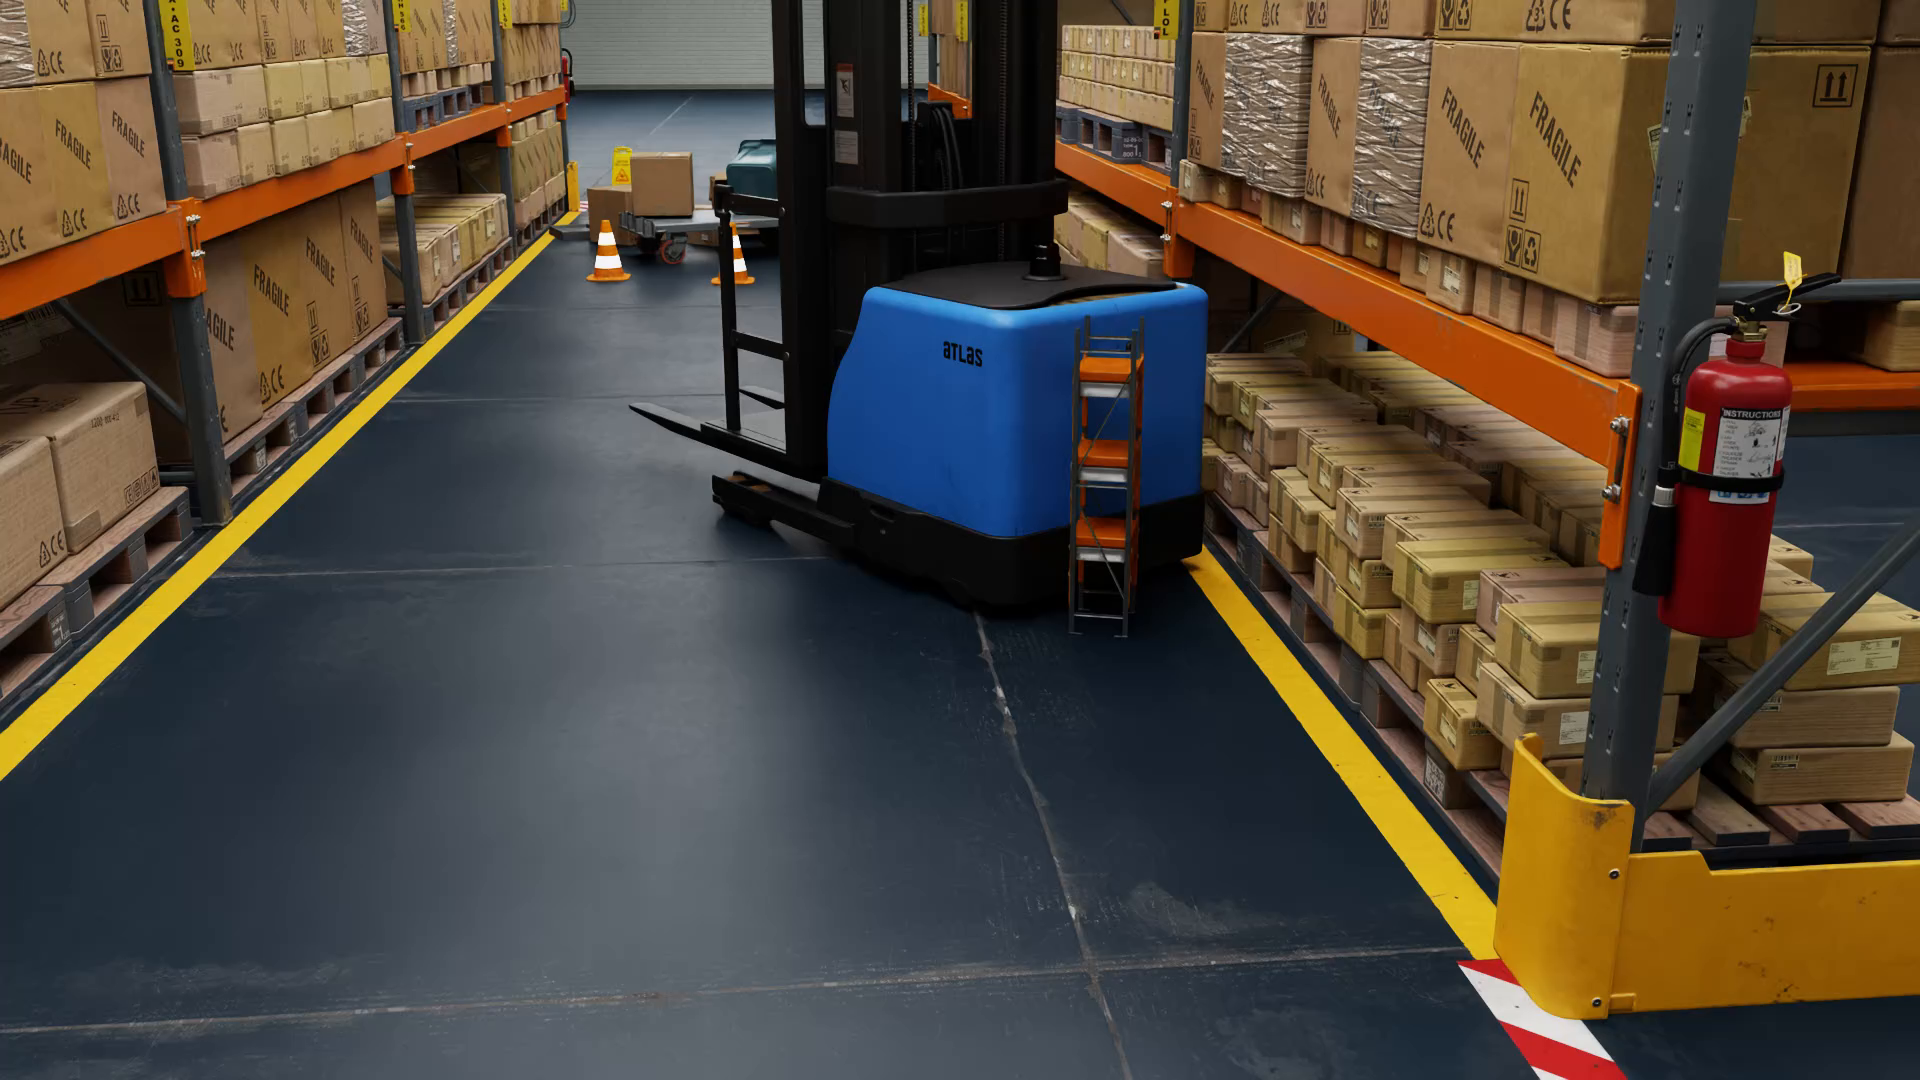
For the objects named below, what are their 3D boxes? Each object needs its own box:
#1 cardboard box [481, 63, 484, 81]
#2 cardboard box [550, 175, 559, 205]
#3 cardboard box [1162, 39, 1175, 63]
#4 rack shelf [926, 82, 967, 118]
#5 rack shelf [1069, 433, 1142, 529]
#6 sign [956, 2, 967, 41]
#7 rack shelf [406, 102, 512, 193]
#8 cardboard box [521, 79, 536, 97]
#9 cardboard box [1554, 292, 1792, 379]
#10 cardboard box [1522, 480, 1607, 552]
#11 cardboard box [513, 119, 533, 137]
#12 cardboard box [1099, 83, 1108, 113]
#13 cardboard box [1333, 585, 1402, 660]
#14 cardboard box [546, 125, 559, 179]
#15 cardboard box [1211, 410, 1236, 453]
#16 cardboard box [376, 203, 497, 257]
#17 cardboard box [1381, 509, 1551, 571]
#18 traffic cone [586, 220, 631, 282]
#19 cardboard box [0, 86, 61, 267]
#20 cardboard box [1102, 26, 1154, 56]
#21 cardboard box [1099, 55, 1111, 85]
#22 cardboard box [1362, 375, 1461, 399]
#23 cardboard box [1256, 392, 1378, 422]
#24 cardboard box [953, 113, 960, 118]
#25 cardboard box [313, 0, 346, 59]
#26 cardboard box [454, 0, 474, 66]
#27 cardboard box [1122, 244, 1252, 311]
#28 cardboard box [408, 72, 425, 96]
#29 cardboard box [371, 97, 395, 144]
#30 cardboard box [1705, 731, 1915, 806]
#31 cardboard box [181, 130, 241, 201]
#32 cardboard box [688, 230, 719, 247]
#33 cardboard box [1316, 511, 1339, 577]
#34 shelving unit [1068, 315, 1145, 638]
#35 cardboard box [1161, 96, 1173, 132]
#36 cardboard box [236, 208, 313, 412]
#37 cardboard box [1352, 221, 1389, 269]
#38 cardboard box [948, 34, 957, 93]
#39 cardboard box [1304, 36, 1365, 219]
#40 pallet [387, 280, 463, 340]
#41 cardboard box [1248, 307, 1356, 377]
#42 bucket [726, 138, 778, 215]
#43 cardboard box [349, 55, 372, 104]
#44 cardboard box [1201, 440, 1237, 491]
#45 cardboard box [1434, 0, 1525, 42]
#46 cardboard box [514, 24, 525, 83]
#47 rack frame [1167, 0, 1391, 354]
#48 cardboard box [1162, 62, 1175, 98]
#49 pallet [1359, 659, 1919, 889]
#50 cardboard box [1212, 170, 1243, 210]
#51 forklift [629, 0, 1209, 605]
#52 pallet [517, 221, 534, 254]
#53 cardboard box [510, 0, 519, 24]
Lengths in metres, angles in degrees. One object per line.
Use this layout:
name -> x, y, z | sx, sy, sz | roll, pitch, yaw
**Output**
cardboard box -> -4.010, -3.720, 13.238 | 0.380, 0.149, 0.250 | -2, 18, -7
cardboard box -> -4.364, -3.557, 16.889 | 0.500, 0.250, 0.500 | -2, 18, -5
cardboard box -> 1.126, -2.221, 7.470 | 0.380, 0.149, 0.250 | -2, 18, -7
rack shelf -> 0.359, -4.300, 16.566 | 1.077, 0.370, 4.000 | -2, 18, -6
rack shelf -> 0.493, -0.201, 5.600 | 0.215, 0.259, 0.240 | 4, 18, 11
sign -> 0.014, -4.480, 14.362 | 0.100, 0.325, 0.005 | -2, 18, -6
rack shelf -> -4.141, -2.925, 12.187 | 1.077, 0.370, 4.000 | -2, 18, -6
cardboard box -> -4.184, -4.229, 15.560 | 0.380, 0.149, 0.250 | -2, 18, -5
cardboard box -> 1.488, -0.440, 3.491 | 0.380, 0.149, 0.250 | -2, 18, -6
cardboard box -> 1.913, -0.074, 4.970 | 0.380, 0.149, 0.250 | -1, 17, -3
cardboard box -> -4.148, -3.796, 15.315 | 0.380, 0.149, 0.250 | -1, 17, -4
cardboard box -> 0.962, -2.401, 9.036 | 0.380, 0.149, 0.250 | -2, 17, -5
cardboard box -> 1.345, 0.236, 4.977 | 0.380, 0.149, 0.250 | -3, 18, -8
cardboard box -> -4.361, -3.916, 16.780 | 0.500, 0.500, 0.500 | -1, 17, -4
cardboard box -> 1.225, -0.455, 6.681 | 0.380, 0.149, 0.250 | -2, 18, -5
cardboard box -> -4.214, -2.440, 13.128 | 0.950, 0.372, 0.625 | -1, 17, -2
cardboard box -> 1.411, 0.025, 4.654 | 0.380, 0.149, 0.250 | -2, 18, -8
traffic cone -> -2.827, -2.327, 13.318 | 0.336, 0.463, 0.334 | -2, 18, -6
cardboard box -> -3.096, -1.095, 4.991 | 0.500, 0.500, 0.500 | -2, 18, -6
cardboard box -> 0.970, -2.684, 8.945 | 0.380, 0.149, 0.250 | -1, 17, -4
cardboard box -> 0.962, -2.544, 8.994 | 0.380, 0.149, 0.250 | -2, 18, -6
cardboard box -> 1.785, -0.541, 6.457 | 0.380, 0.149, 0.250 | -2, 18, -6
cardboard box -> 1.314, -0.444, 6.148 | 0.380, 0.149, 0.250 | -2, 18, -7
cardboard box -> 0.381, -3.963, 17.139 | 0.875, 0.875, 0.875 | -2, 18, -7
cardboard box -> -3.516, -2.750, 8.593 | 0.500, 0.500, 0.500 | -2, 18, -6
cardboard box -> -3.972, -3.822, 12.478 | 0.500, 0.500, 0.500 | -1, 17, -4
cardboard box -> 1.062, -1.243, 7.849 | 0.500, 0.250, 0.500 | -2, 18, -7
cardboard box -> -3.762, -3.023, 11.018 | 0.380, 0.149, 0.250 | -3, 18, -9
cardboard box -> -3.625, -2.458, 9.749 | 0.500, 0.250, 0.500 | -2, 18, -8
cardboard box -> 2.068, 0.522, 4.065 | 0.380, 0.149, 0.250 | -1, 17, -5
cardboard box -> -3.305, -1.548, 6.851 | 0.500, 0.250, 0.500 | -2, 18, -7
cardboard box -> -2.297, -2.868, 15.371 | 0.396, 0.266, 0.258 | 16, 24, 42
cardboard box -> 1.335, 0.012, 5.192 | 0.380, 0.149, 0.250 | -1, 17, -3
shelving unit -> 0.493, -0.211, 5.597 | 0.215, 1.050, 0.252 | 4, 18, 11
cardboard box -> 1.125, -1.934, 7.546 | 0.380, 0.149, 0.250 | -2, 18, -5
cardboard box -> -3.767, -1.118, 8.077 | 0.875, 0.875, 0.875 | -1, 17, -4
cardboard box -> 1.400, -0.905, 4.972 | 0.380, 0.149, 0.250 | -1, 17, -5
cardboard box -> 0.343, -4.711, 16.423 | 0.875, 0.550, 0.500 | -2, 18, -6
cardboard box -> 1.350, -1.241, 4.957 | 0.500, 0.500, 0.500 | -1, 17, -3
pallet -> -4.014, -1.575, 11.340 | 1.003, 0.211, 1.213 | -2, 18, -6
cardboard box -> 1.578, -0.900, 8.007 | 0.500, 0.500, 0.500 | -1, 17, -3
bucket -> -1.742, -3.180, 14.725 | 0.726, 0.611, 0.620 | 4, 28, 13
cardboard box -> -3.576, -2.550, 9.207 | 0.500, 0.250, 0.500 | -2, 18, -7
cardboard box -> 1.136, -0.306, 6.702 | 0.380, 0.149, 0.250 | -1, 17, -4
cardboard box -> 1.456, -1.418, 3.853 | 0.500, 0.500, 0.500 | -2, 18, -8
cardboard box -> -4.191, -4.342, 14.836 | 0.500, 0.500, 0.500 | -2, 18, -6
rack frame -> 1.391, -1.663, 6.968 | 1.000, 3.000, 0.127 | -2, 18, -6
cardboard box -> 1.125, -2.077, 7.506 | 0.380, 0.149, 0.250 | -2, 18, -5
pallet -> 1.747, 0.593, 4.436 | 1.003, 0.211, 1.213 | -2, 18, -6
cardboard box -> 1.195, -1.374, 6.467 | 0.380, 0.149, 0.250 | -1, 17, -4
forklift -> -0.392, -1.545, 6.706 | 1.130, 2.935, 3.031 | -13, 22, -37
pallet -> -4.452, -2.732, 15.028 | 1.003, 0.211, 1.213 | -2, 18, -6
cardboard box -> -4.177, -4.668, 14.206 | 0.700, 0.500, 0.500 | -2, 18, -6
